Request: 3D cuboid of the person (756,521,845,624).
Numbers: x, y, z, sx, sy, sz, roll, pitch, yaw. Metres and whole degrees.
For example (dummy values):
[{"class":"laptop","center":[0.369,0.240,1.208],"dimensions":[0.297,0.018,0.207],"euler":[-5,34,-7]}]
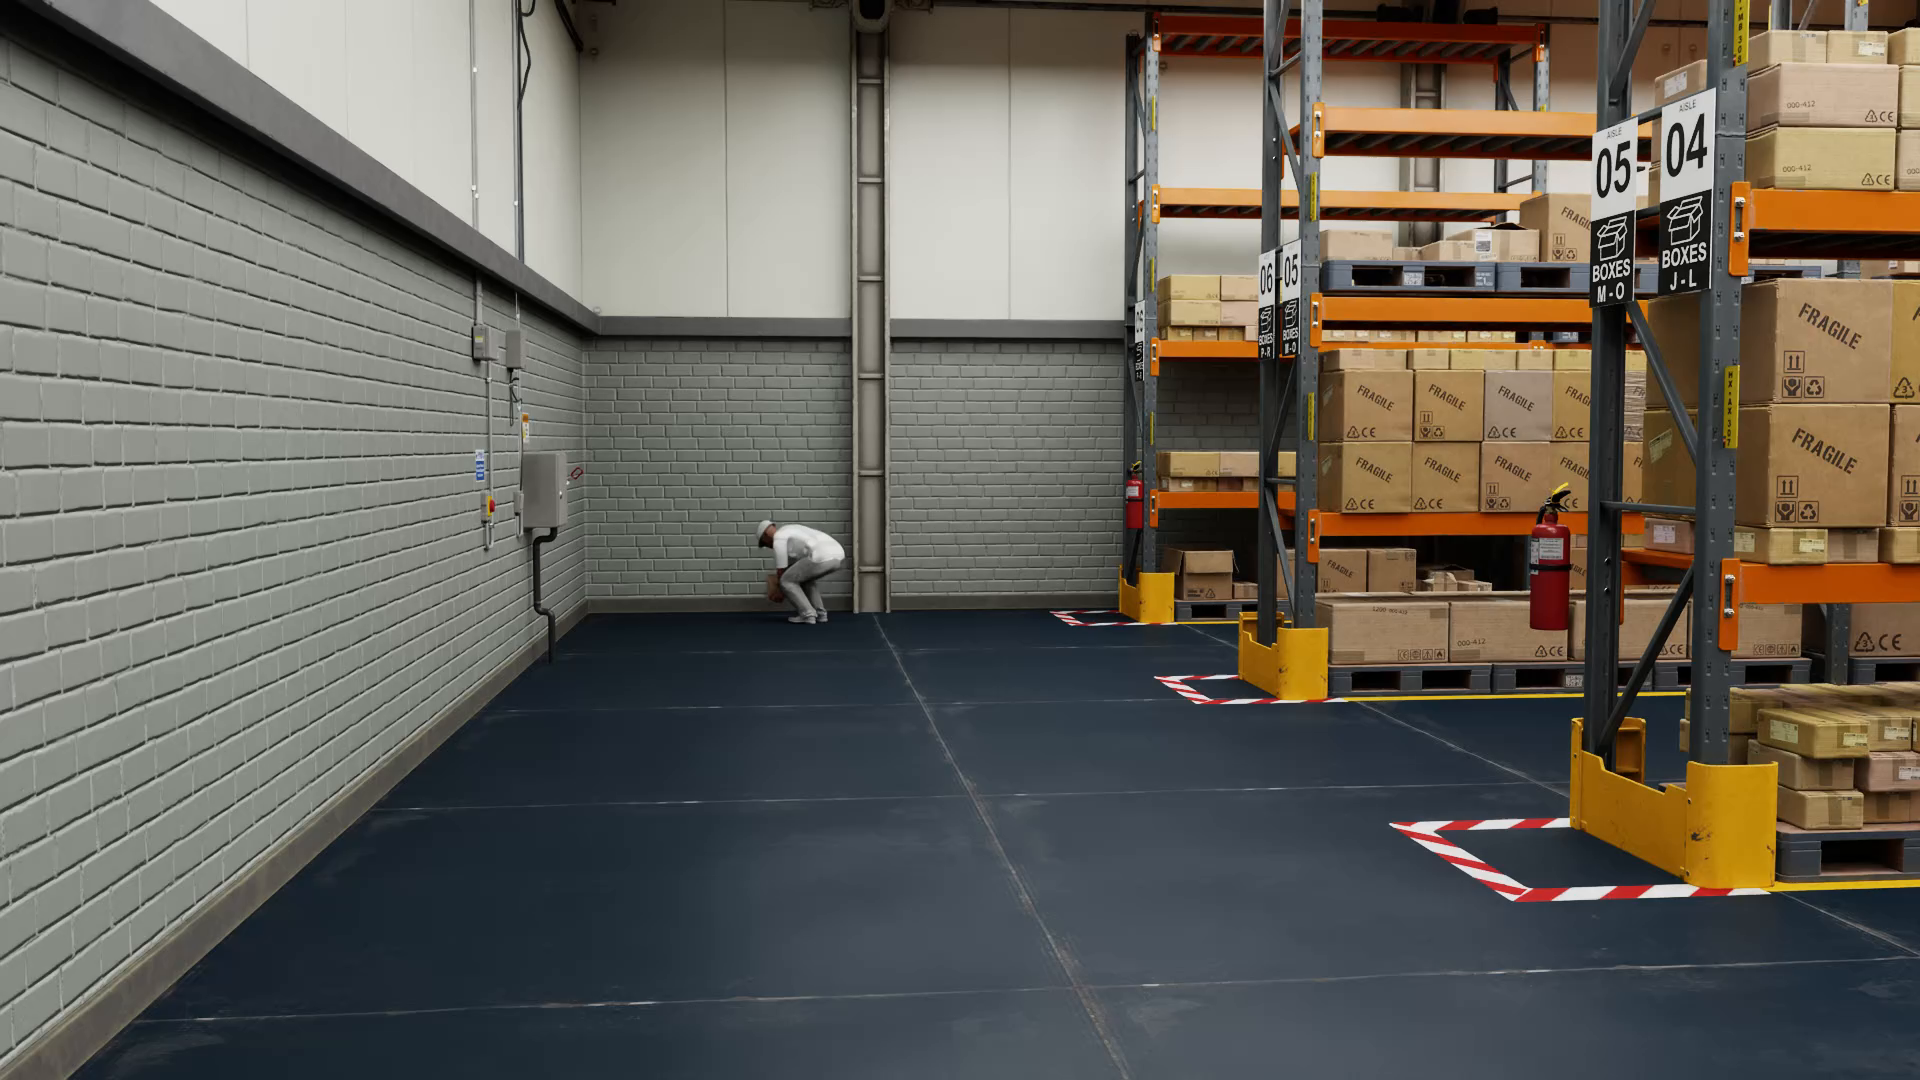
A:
[{"class":"person","center":[-1.628,0.319,16.635],"dimensions":[0.950,1.010,0.526],"euler":[2,4,30]}]
